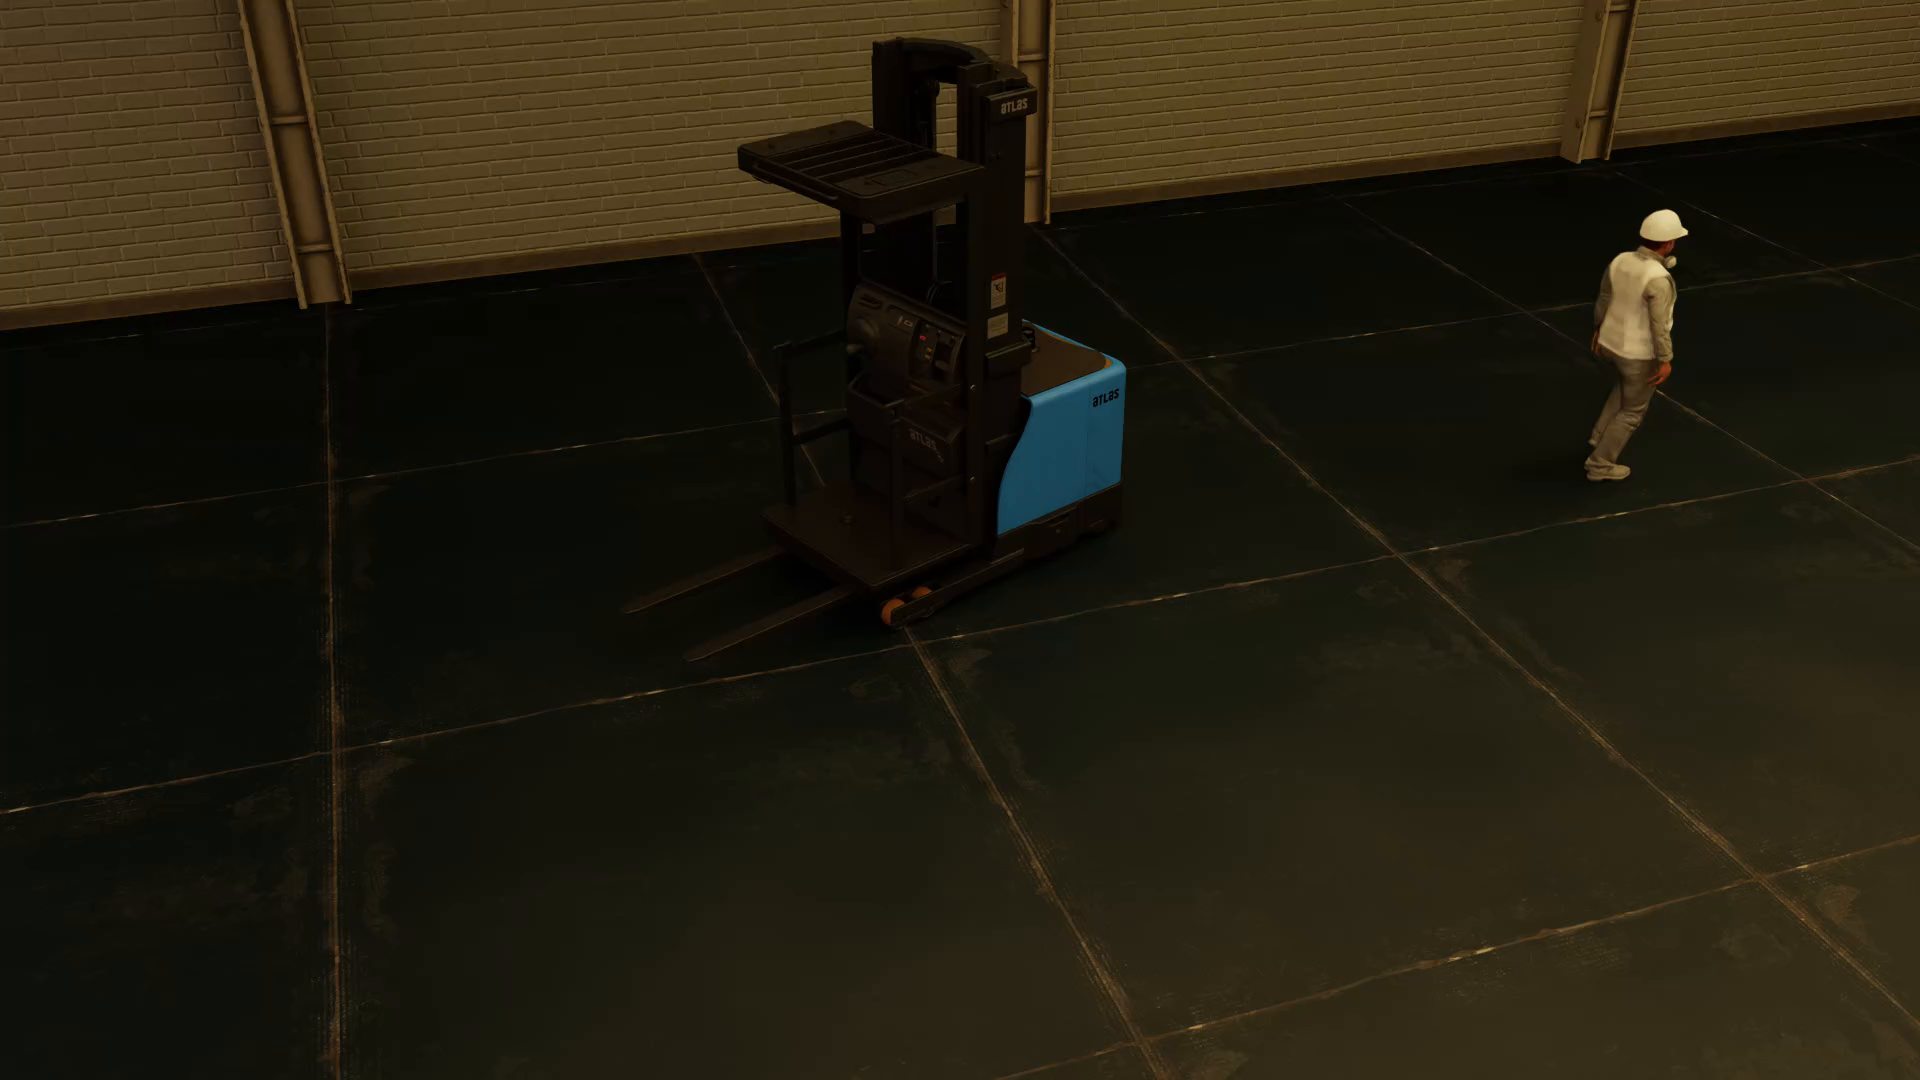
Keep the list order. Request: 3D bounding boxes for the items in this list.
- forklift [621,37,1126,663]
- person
[{"bbox_3d":[-0.461,-1.072,8.951,3.031,2.935,1.130,-23,37,-34],"label":"forklift"},{"bbox_3d":[4.237,-1.198,10.397,0.507,1.800,0.639,-9,31,-15],"label":"person"}]
